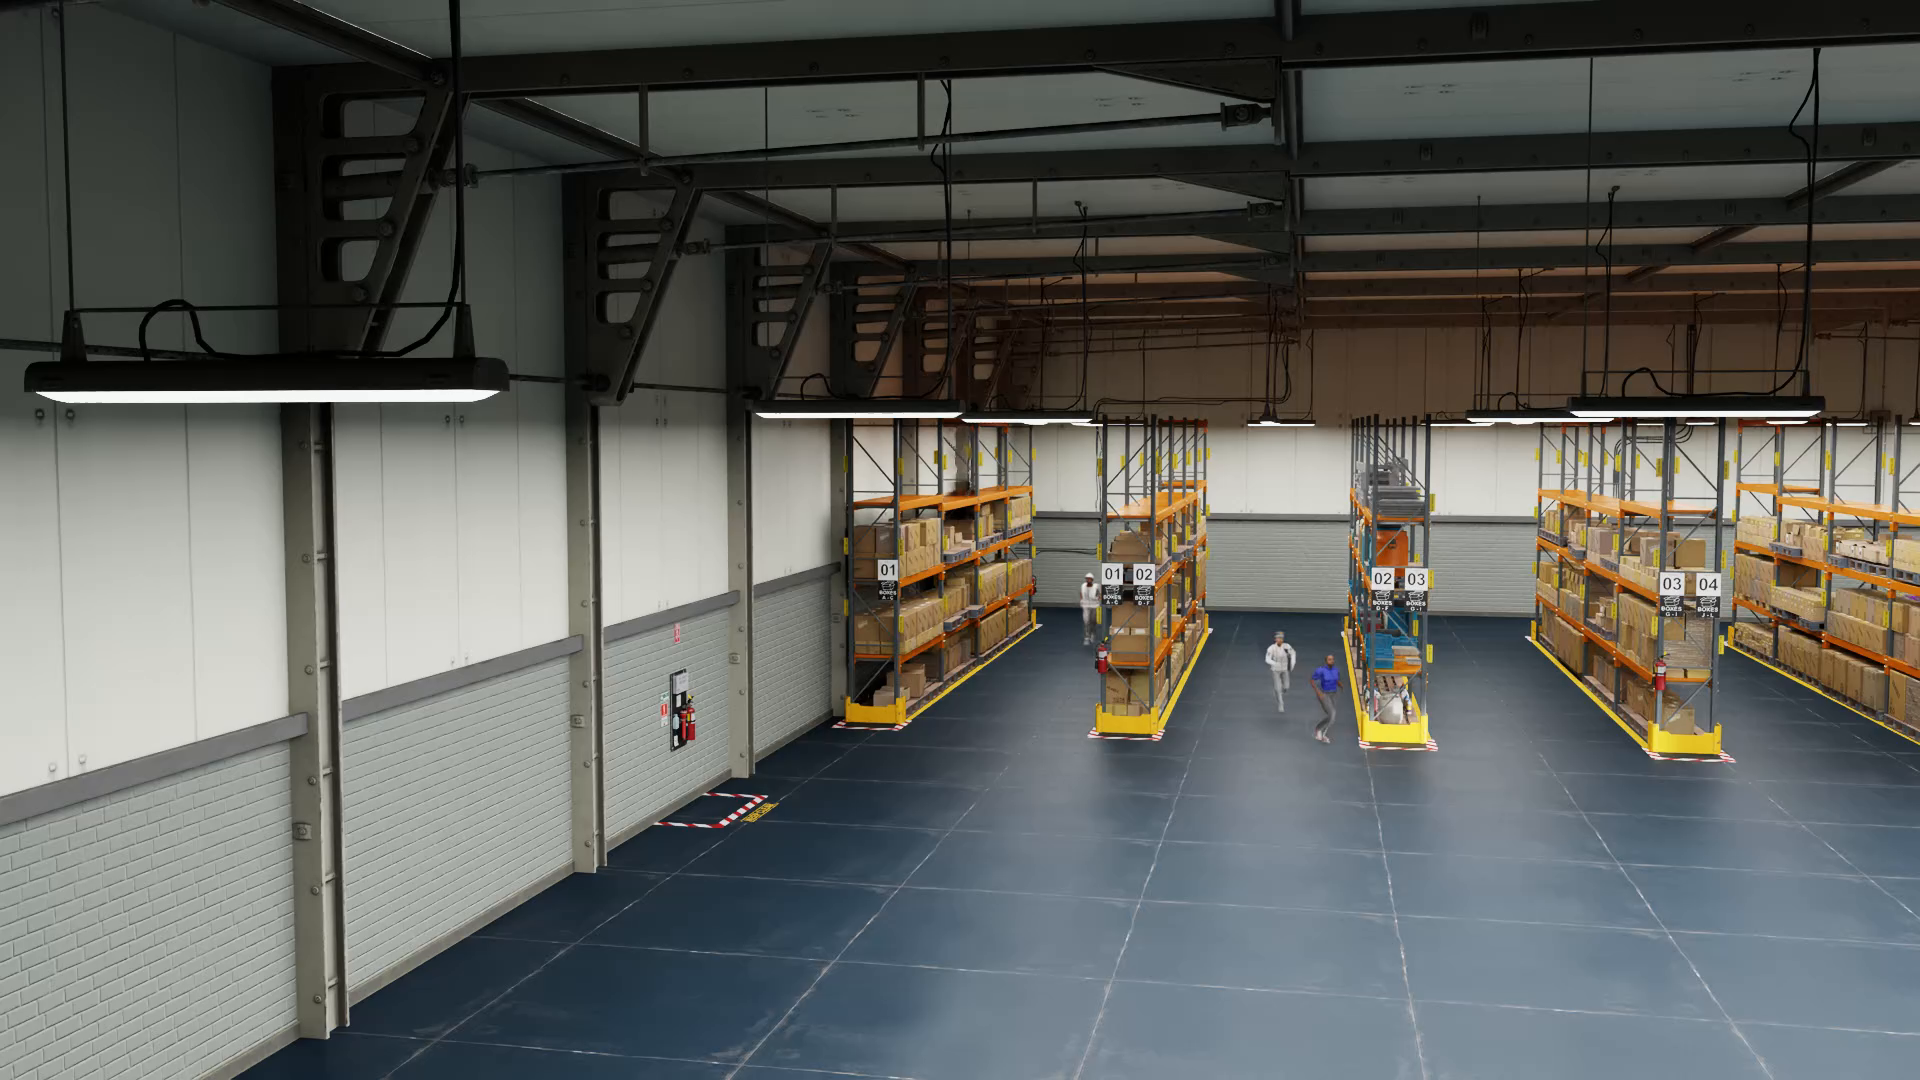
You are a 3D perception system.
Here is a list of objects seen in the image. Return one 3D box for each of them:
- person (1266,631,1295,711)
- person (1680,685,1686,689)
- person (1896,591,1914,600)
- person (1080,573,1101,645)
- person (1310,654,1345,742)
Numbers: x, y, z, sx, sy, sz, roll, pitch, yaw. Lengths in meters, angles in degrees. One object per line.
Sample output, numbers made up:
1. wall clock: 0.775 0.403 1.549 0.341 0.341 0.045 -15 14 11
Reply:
1. person: 6.522 2.665 33.736 0.653 1.646 0.610 0 4 -2
2. person: 16.077 2.379 37.173 0.742 1.834 1.010 1 4 9
3. person: 25.163 1.896 44.531 0.645 1.736 0.762 1 4 18
4. person: 3.341 1.752 42.368 0.665 1.817 0.889 1 4 14
5. person: 6.759 2.885 30.354 0.559 1.621 0.584 -2 4 -25
